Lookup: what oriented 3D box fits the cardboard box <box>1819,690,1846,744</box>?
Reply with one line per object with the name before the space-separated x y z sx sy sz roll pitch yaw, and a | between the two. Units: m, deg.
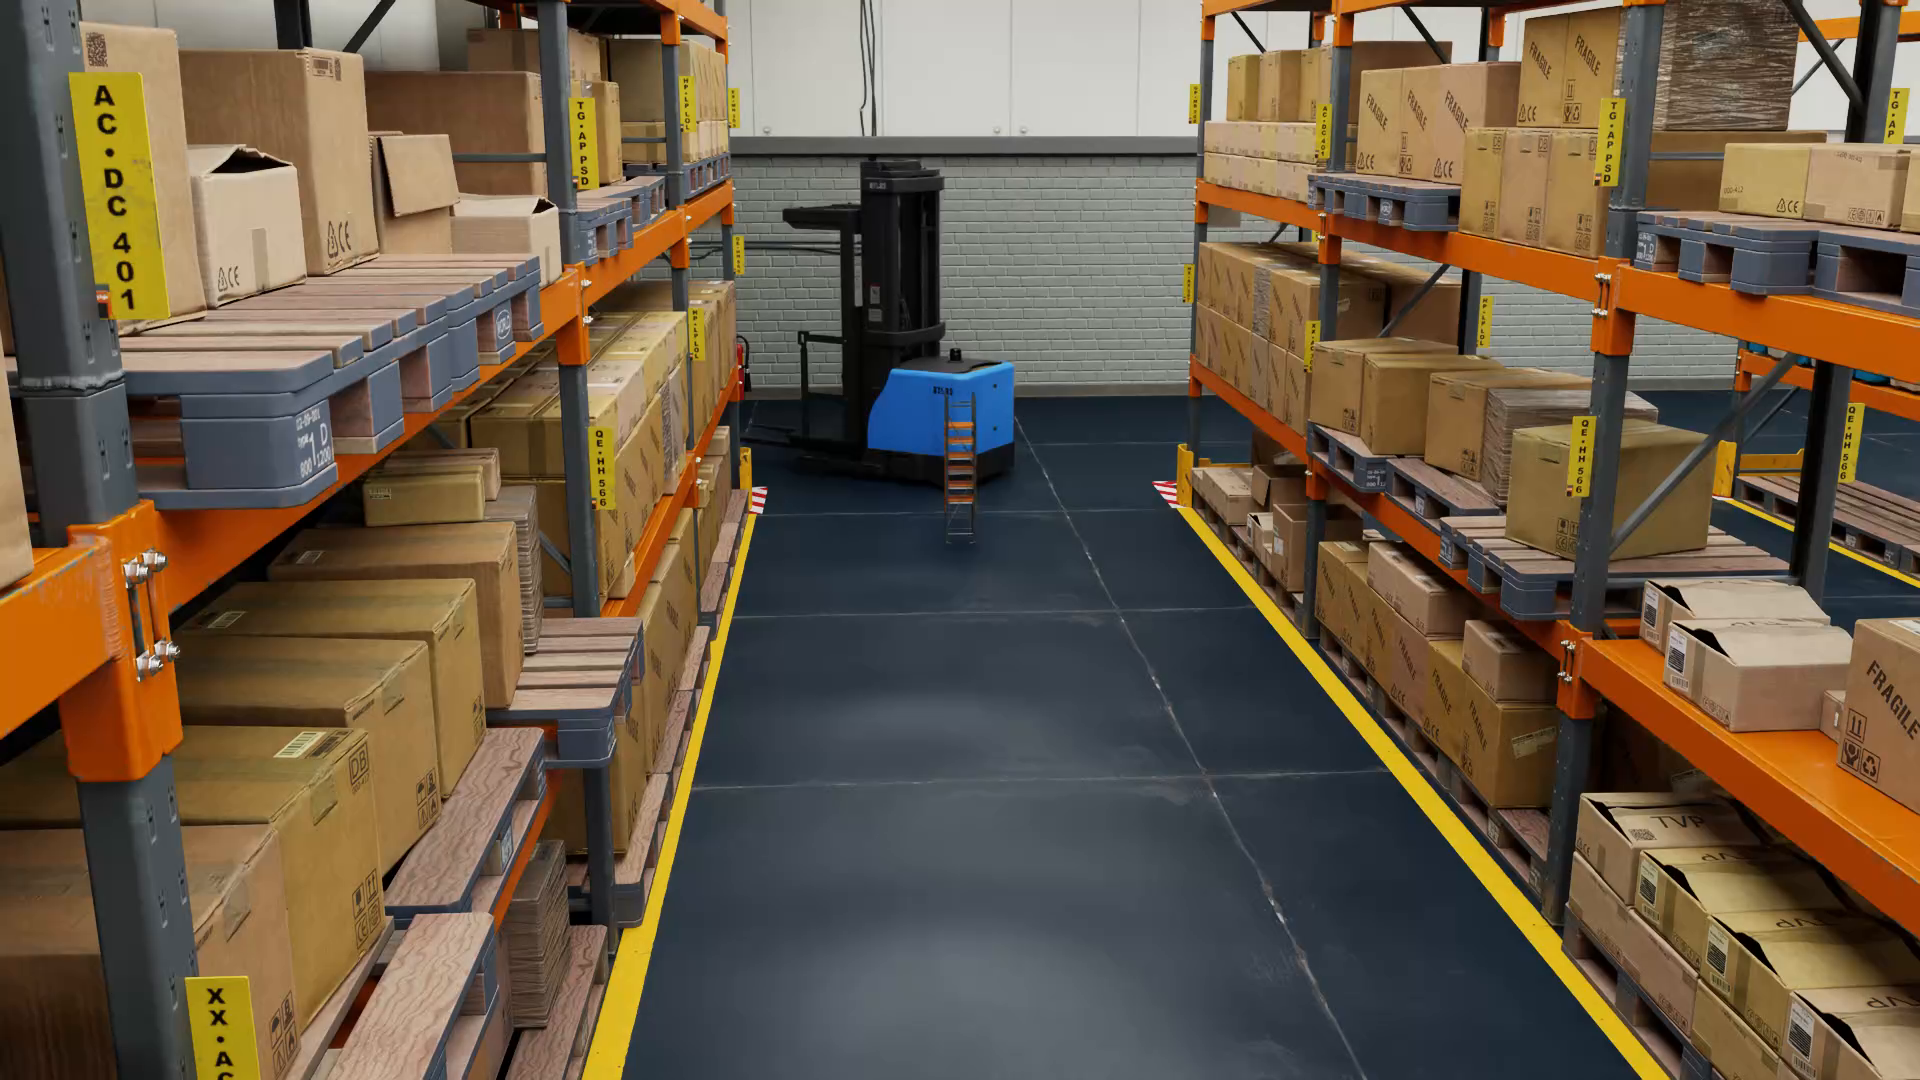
cardboard box | 3.155 0.618 5.607 0.380 0.149 0.250 0 14 1

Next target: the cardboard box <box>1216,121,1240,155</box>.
cardboard box | 2.321 -3.175 13.125 0.500 0.250 0.500 -1 14 -3

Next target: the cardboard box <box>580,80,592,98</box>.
cardboard box | -2.161 -1.968 8.050 0.700 0.500 0.500 -1 14 -3

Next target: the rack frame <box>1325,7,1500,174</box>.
rack frame | 2.772 -3.720 9.924 1.000 3.000 0.127 -1 14 -3

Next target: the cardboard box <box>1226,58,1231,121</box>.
cardboard box | 2.573 -3.667 13.532 0.700 0.500 0.500 -1 14 -3

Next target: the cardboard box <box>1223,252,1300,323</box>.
cardboard box | 2.355 -1.973 12.968 0.500 0.500 0.500 -1 14 -3

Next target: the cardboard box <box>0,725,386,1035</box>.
cardboard box | -1.701 0.725 3.605 0.700 0.500 0.500 1 14 2

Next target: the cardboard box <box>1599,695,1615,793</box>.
cardboard box | 3.239 0.930 8.025 0.500 0.500 0.500 -1 14 -5

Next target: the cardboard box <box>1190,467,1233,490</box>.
cardboard box | 2.208 -0.532 14.413 0.380 0.149 0.250 -1 14 -3

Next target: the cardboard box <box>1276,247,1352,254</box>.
cardboard box | 2.859 -2.110 13.499 0.500 0.500 0.500 0 14 -2

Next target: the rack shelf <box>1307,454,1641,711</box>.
rack shelf | 2.896 0.031 8.828 1.077 0.370 4.000 -1 14 -3

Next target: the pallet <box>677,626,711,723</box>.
pallet | -2.048 0.804 9.977 1.003 0.211 1.213 -1 14 -3

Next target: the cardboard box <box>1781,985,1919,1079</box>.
cardboard box | 2.862 1.557 5.005 0.500 0.311 0.500 -1 14 -4

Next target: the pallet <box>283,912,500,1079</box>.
pallet | -1.578 1.153 3.409 1.003 0.211 1.213 -1 14 -3

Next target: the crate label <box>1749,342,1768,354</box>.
crate label | 7.155 -1.766 14.587 0.416 0.233 0.303 -1 14 -3

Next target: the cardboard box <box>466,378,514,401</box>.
cardboard box | -2.239 -0.545 7.283 0.500 0.250 0.500 -1 14 -5

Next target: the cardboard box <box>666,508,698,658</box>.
cardboard box | -2.001 0.260 9.966 0.750 0.750 0.750 -1 14 -3

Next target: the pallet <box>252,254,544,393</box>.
pallet | -1.675 -0.522 3.893 1.213 0.211 1.003 -1 14 -3

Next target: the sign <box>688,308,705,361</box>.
sign | -1.631 -1.270 10.278 0.100 0.325 0.005 -1 14 -3

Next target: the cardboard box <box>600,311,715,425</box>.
cardboard box | -2.229 -1.199 11.565 0.980 0.700 0.700 -1 14 -5

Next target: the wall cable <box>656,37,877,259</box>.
wall cable | -2.413 -4.545 19.365 3.097 2.526 0.112 -1 14 -3

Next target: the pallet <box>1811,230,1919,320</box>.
pallet | 3.224 -0.735 4.724 1.003 0.211 1.213 0 14 -1

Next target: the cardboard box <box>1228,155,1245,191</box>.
cardboard box | 2.353 -2.809 12.704 0.500 0.250 0.500 -1 14 -3

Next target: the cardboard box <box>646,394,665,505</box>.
cardboard box | -1.791 -0.452 8.427 0.500 0.500 0.500 0 14 -2

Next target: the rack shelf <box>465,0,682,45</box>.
rack shelf | -2.048 -2.603 7.830 1.077 0.370 4.000 -1 14 -3

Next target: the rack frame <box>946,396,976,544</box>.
rack frame | 0.007 -0.555 13.274 0.240 1.200 0.006 -1 14 -3

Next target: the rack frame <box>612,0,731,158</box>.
rack frame | -2.419 -4.637 13.490 1.000 3.000 0.127 -1 14 -3

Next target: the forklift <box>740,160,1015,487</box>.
forklift | -1.005 -2.154 16.017 3.031 2.935 1.130 8 17 29

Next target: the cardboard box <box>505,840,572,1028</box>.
cardboard box | -1.827 1.434 6.068 0.700 0.500 0.500 -1 14 -3

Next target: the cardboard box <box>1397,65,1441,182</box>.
cardboard box | 2.794 -2.275 9.085 0.600 0.600 0.600 -1 14 -4

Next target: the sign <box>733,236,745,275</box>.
sign | -1.877 -2.412 14.083 0.100 0.325 0.005 -1 14 -3

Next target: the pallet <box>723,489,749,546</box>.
pallet | -2.292 -0.184 13.817 1.003 0.211 1.213 -1 14 -3

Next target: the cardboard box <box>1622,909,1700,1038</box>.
cardboard box | 2.792 1.568 6.086 0.500 0.250 0.500 -1 14 -5

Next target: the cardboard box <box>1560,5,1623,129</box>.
cardboard box | 2.968 -2.040 7.210 0.500 0.500 0.500 -1 14 -3

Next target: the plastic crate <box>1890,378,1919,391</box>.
plastic crate | 7.309 -1.220 12.656 0.293 0.136 0.466 -1 14 -3

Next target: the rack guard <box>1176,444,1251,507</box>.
rack guard | 2.529 -0.580 14.776 1.175 0.500 0.348 -1 14 -3

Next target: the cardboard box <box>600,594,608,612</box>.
cardboard box | -1.720 0.222 7.109 0.380 0.149 0.250 -1 14 -3

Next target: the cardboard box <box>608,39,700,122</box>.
cardboard box | -1.936 -2.914 10.563 0.500 0.500 0.500 -1 14 -4

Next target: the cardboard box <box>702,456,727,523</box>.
cardboard box | -2.245 -0.428 13.342 0.700 0.500 0.500 -1 14 -4

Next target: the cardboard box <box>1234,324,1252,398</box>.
cardboard box | 2.384 -1.366 12.614 0.500 0.500 0.500 -1 14 -3

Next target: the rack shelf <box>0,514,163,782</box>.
rack shelf | -1.552 0.646 0.421 1.077 0.370 4.000 -1 14 -3

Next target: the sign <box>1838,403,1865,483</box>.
sign | 3.574 -0.390 6.698 0.100 0.325 0.005 -1 14 -3

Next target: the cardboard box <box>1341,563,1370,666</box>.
cardboard box | 2.603 0.440 9.931 0.500 0.500 0.500 -1 14 -3

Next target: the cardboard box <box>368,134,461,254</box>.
cardboard box | -1.936 -0.931 4.857 0.797 0.503 0.637 1 14 4

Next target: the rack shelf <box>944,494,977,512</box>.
rack shelf | 0.001 -0.302 13.434 0.258 0.103 0.180 -1 14 -3

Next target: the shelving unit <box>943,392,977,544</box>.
shelving unit | 0.001 -0.577 13.363 0.258 1.200 0.189 -1 14 -3

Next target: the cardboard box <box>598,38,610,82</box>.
cardboard box | -2.448 -2.902 10.519 0.500 0.500 0.500 -1 14 -4

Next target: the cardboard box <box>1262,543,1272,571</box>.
cardboard box | 2.371 0.124 11.865 0.380 0.149 0.250 -1 14 -3

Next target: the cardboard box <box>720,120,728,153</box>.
cardboard box | -2.109 -3.186 13.125 0.500 0.250 0.500 0 14 -2

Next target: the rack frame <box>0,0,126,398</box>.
rack frame | -1.676 -1.653 1.891 1.000 3.000 0.127 -1 14 -3

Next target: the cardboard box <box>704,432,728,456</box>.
cardboard box | -2.070 -0.773 13.385 0.380 0.149 0.250 0 14 -2

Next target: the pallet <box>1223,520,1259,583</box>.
pallet | 2.652 0.061 12.865 1.003 0.211 1.213 -1 14 -3
